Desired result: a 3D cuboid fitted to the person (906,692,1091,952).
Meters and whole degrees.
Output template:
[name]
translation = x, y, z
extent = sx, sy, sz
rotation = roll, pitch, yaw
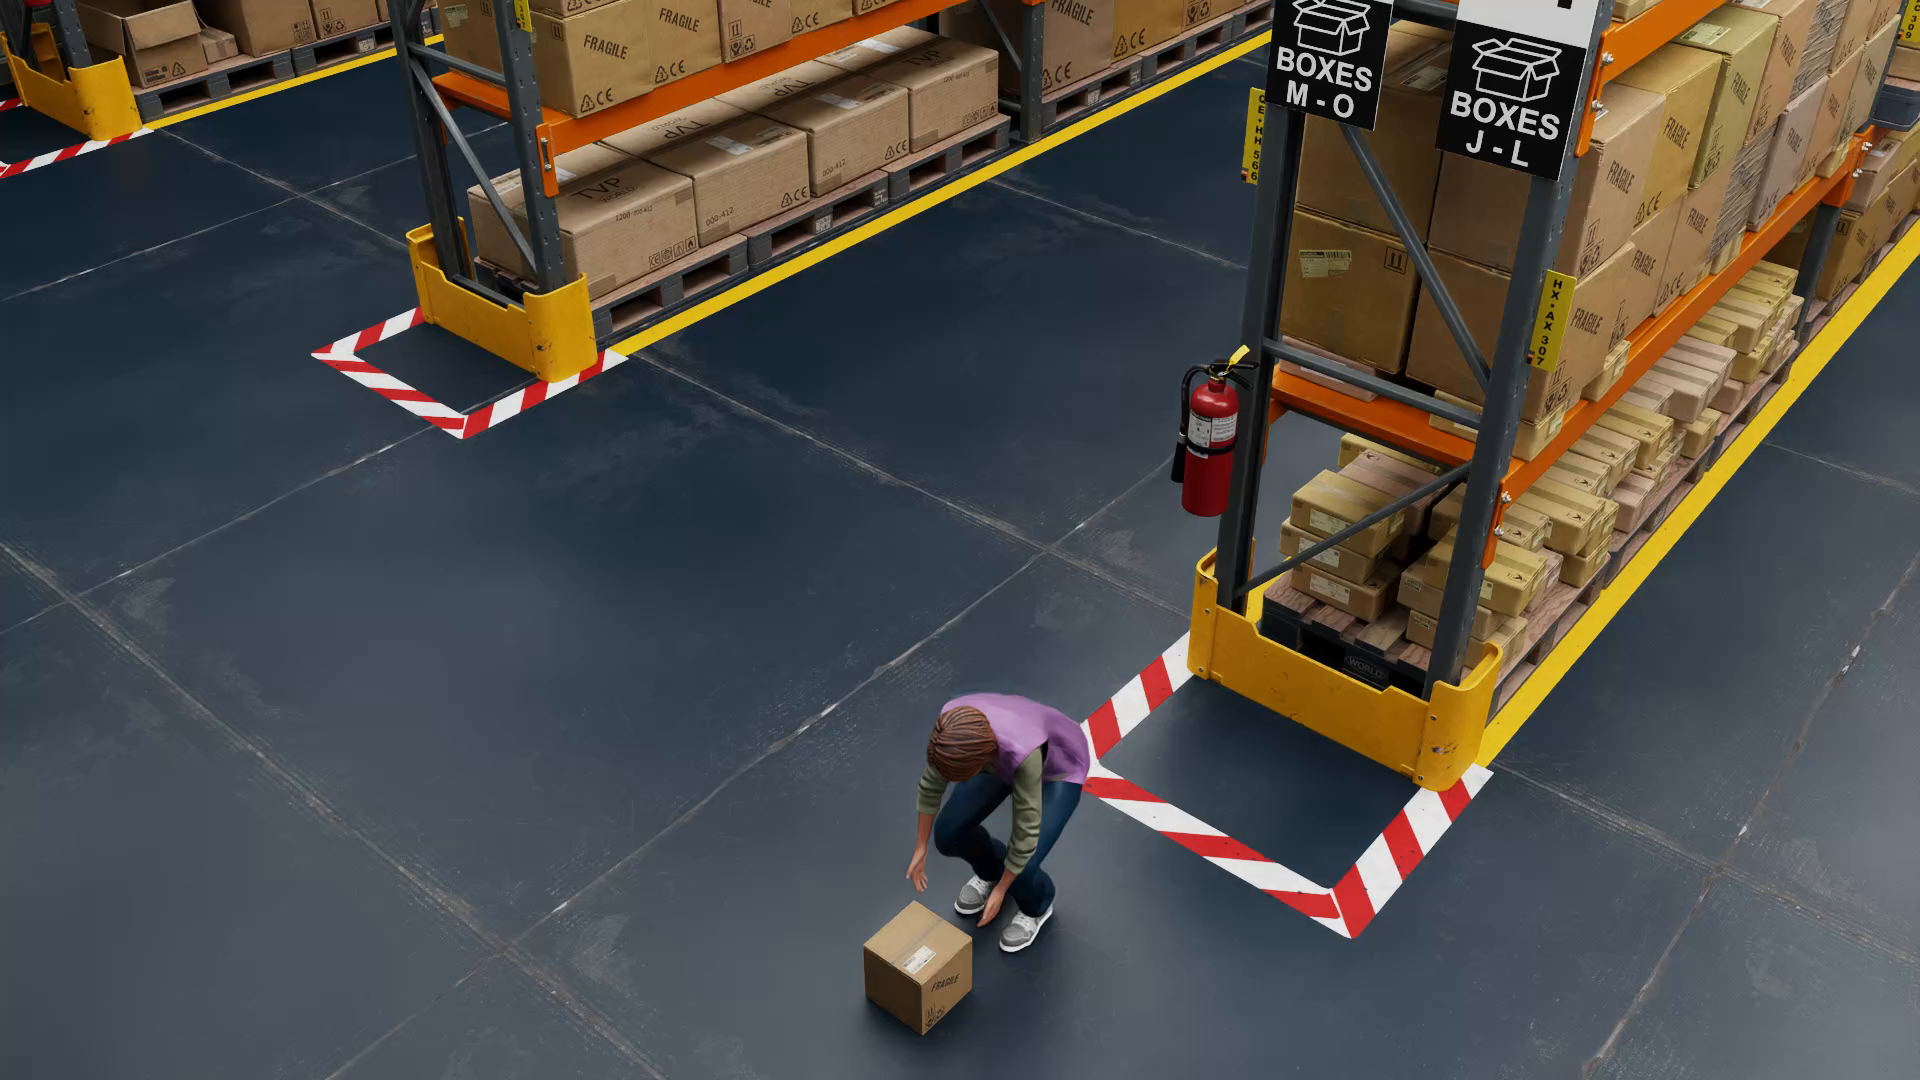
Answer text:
[person]
translation = 0.152, 0.857, 5.358
extent = 0.462, 1.129, 0.736
rotation = 26, 43, 31
